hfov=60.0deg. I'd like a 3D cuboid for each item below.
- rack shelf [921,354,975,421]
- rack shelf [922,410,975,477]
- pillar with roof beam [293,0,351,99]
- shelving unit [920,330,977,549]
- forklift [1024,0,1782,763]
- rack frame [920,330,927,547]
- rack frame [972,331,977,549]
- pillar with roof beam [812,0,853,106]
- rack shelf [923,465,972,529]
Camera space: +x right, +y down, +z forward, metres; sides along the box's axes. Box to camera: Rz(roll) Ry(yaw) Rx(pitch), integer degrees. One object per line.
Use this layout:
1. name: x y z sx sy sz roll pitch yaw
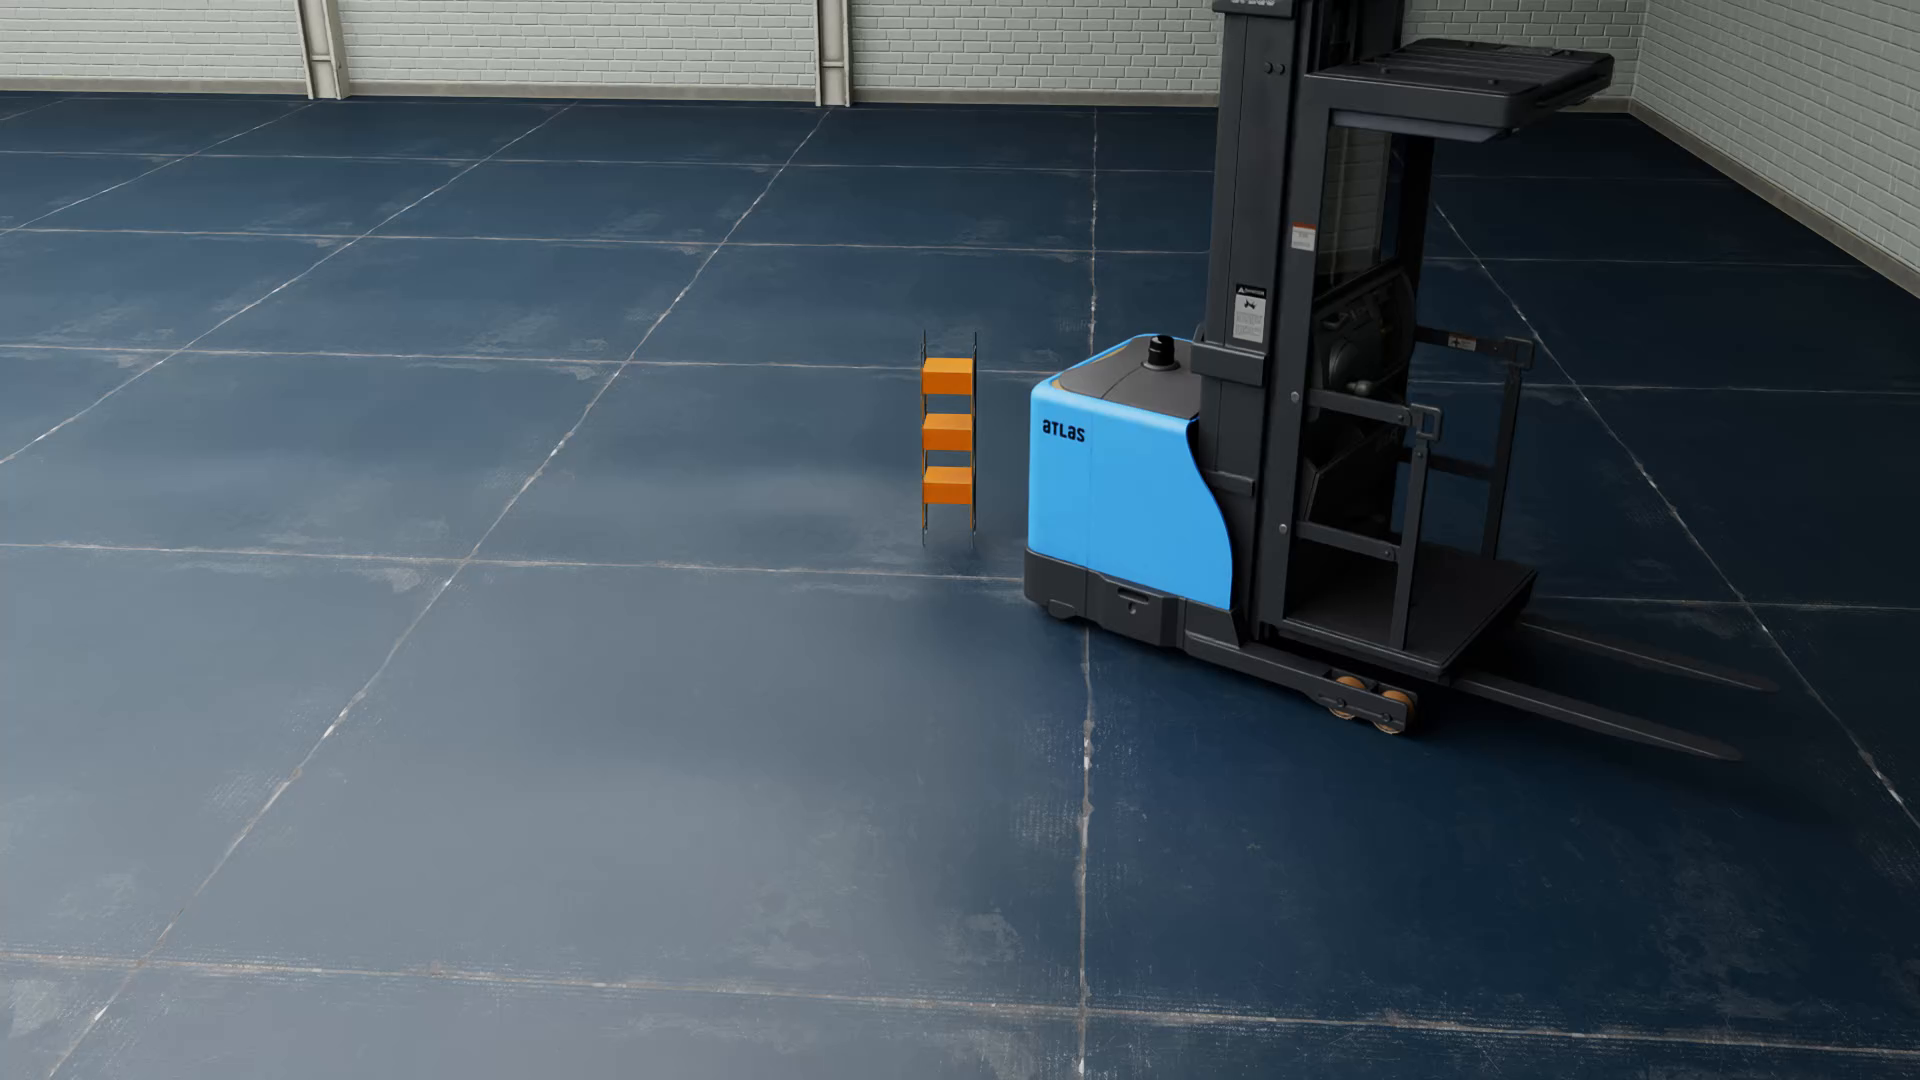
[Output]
1. rack shelf: -0.053 -0.727 7.920 0.240 0.259 0.215 2 25 4
2. rack shelf: -0.053 -0.469 8.039 0.240 0.259 0.215 2 25 4
3. pillar with roof beam: -7.755 -7.521 13.830 0.400 9.000 9.100 2 25 4
4. shelving unit: -0.053 -0.479 8.034 0.252 1.050 0.215 2 25 4
5. forklift: 1.780 -0.817 6.519 3.031 2.935 1.130 17 30 32
6. rack frame: -0.175 -0.483 8.043 0.008 1.050 0.200 2 25 4
7. rack frame: 0.068 -0.475 8.026 0.008 1.050 0.200 2 25 4
8. pillar with roof beam: -1.773 -7.329 13.413 0.400 9.000 9.100 2 25 4
9. rack shelf: -0.053 -0.217 8.155 0.240 0.259 0.215 2 25 4
